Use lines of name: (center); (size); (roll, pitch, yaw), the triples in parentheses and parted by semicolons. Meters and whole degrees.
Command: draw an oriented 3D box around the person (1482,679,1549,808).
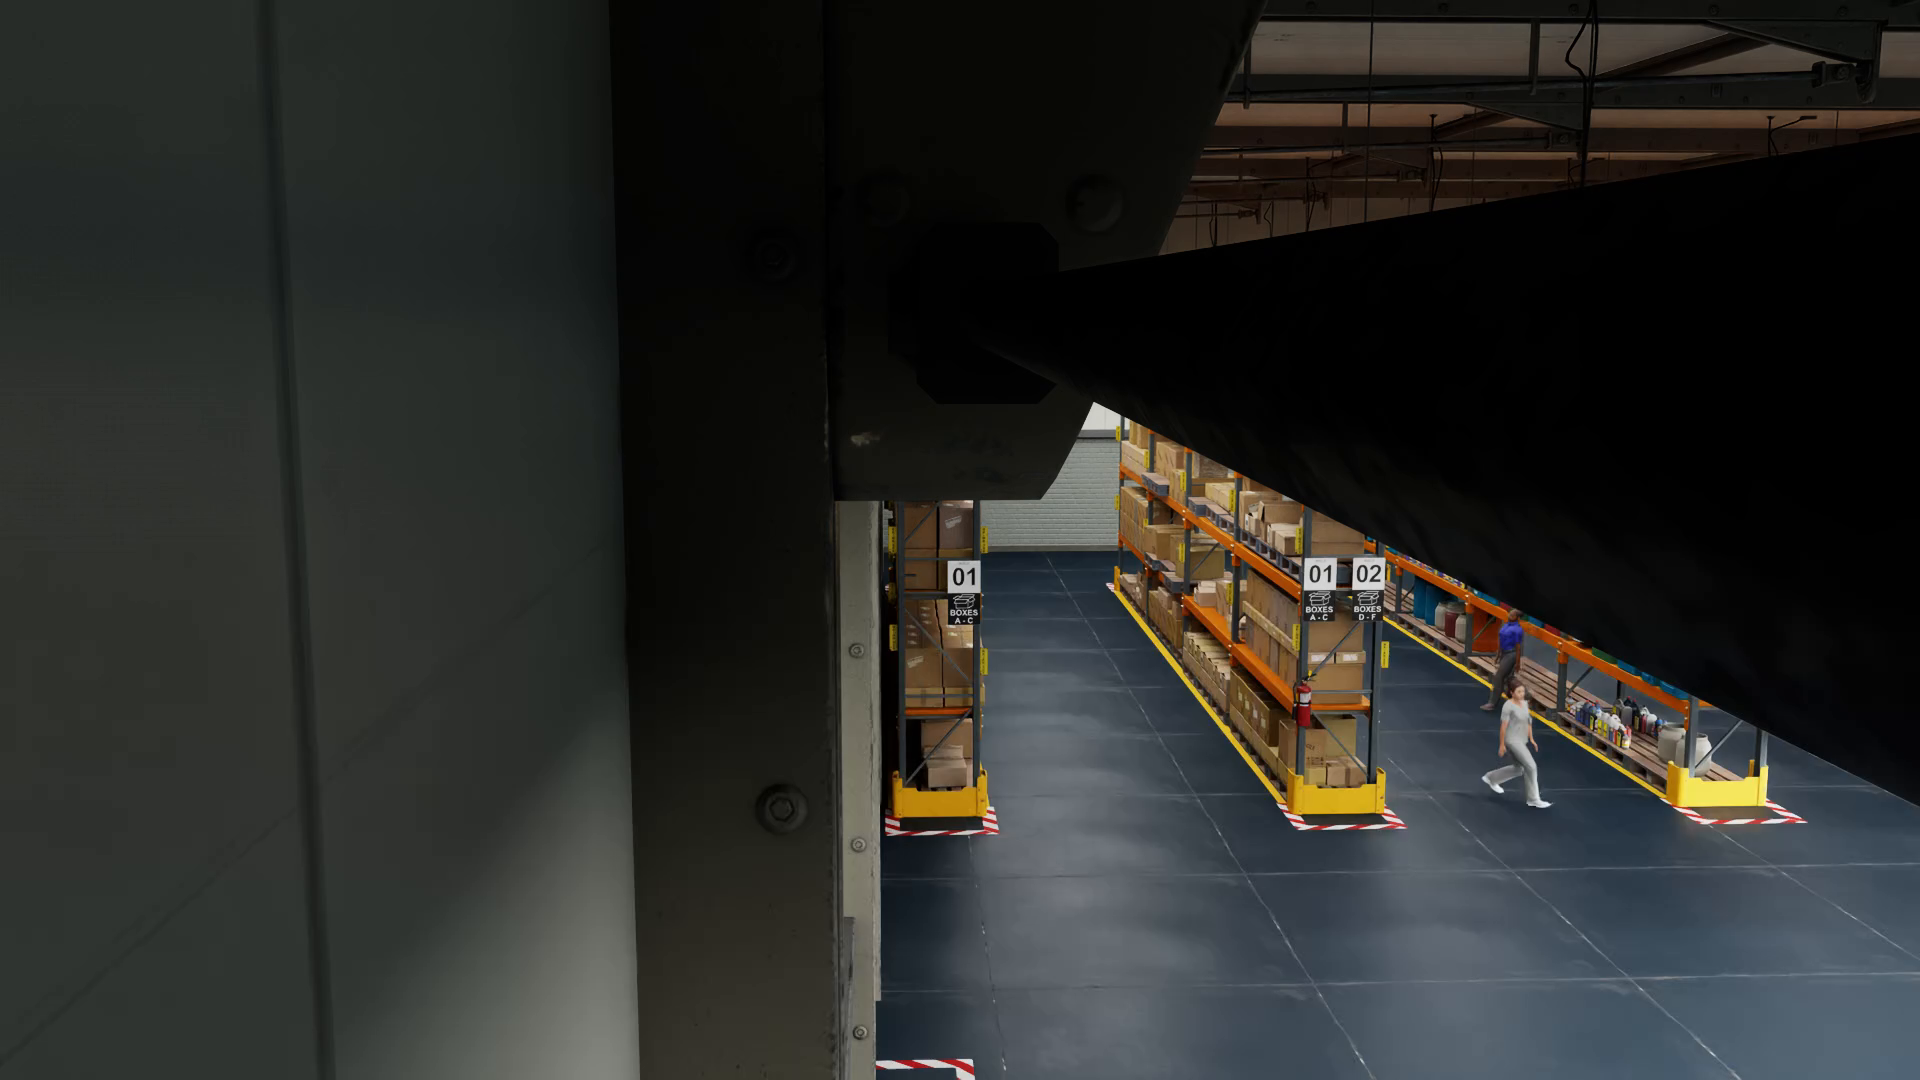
person: (7.039, 2.536, 21.006); (0.443, 1.582, 0.949); (-7, 11, -40)

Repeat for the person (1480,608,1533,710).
person: (8.494, 1.823, 25.722); (0.894, 1.607, 0.460); (0, 8, -3)
